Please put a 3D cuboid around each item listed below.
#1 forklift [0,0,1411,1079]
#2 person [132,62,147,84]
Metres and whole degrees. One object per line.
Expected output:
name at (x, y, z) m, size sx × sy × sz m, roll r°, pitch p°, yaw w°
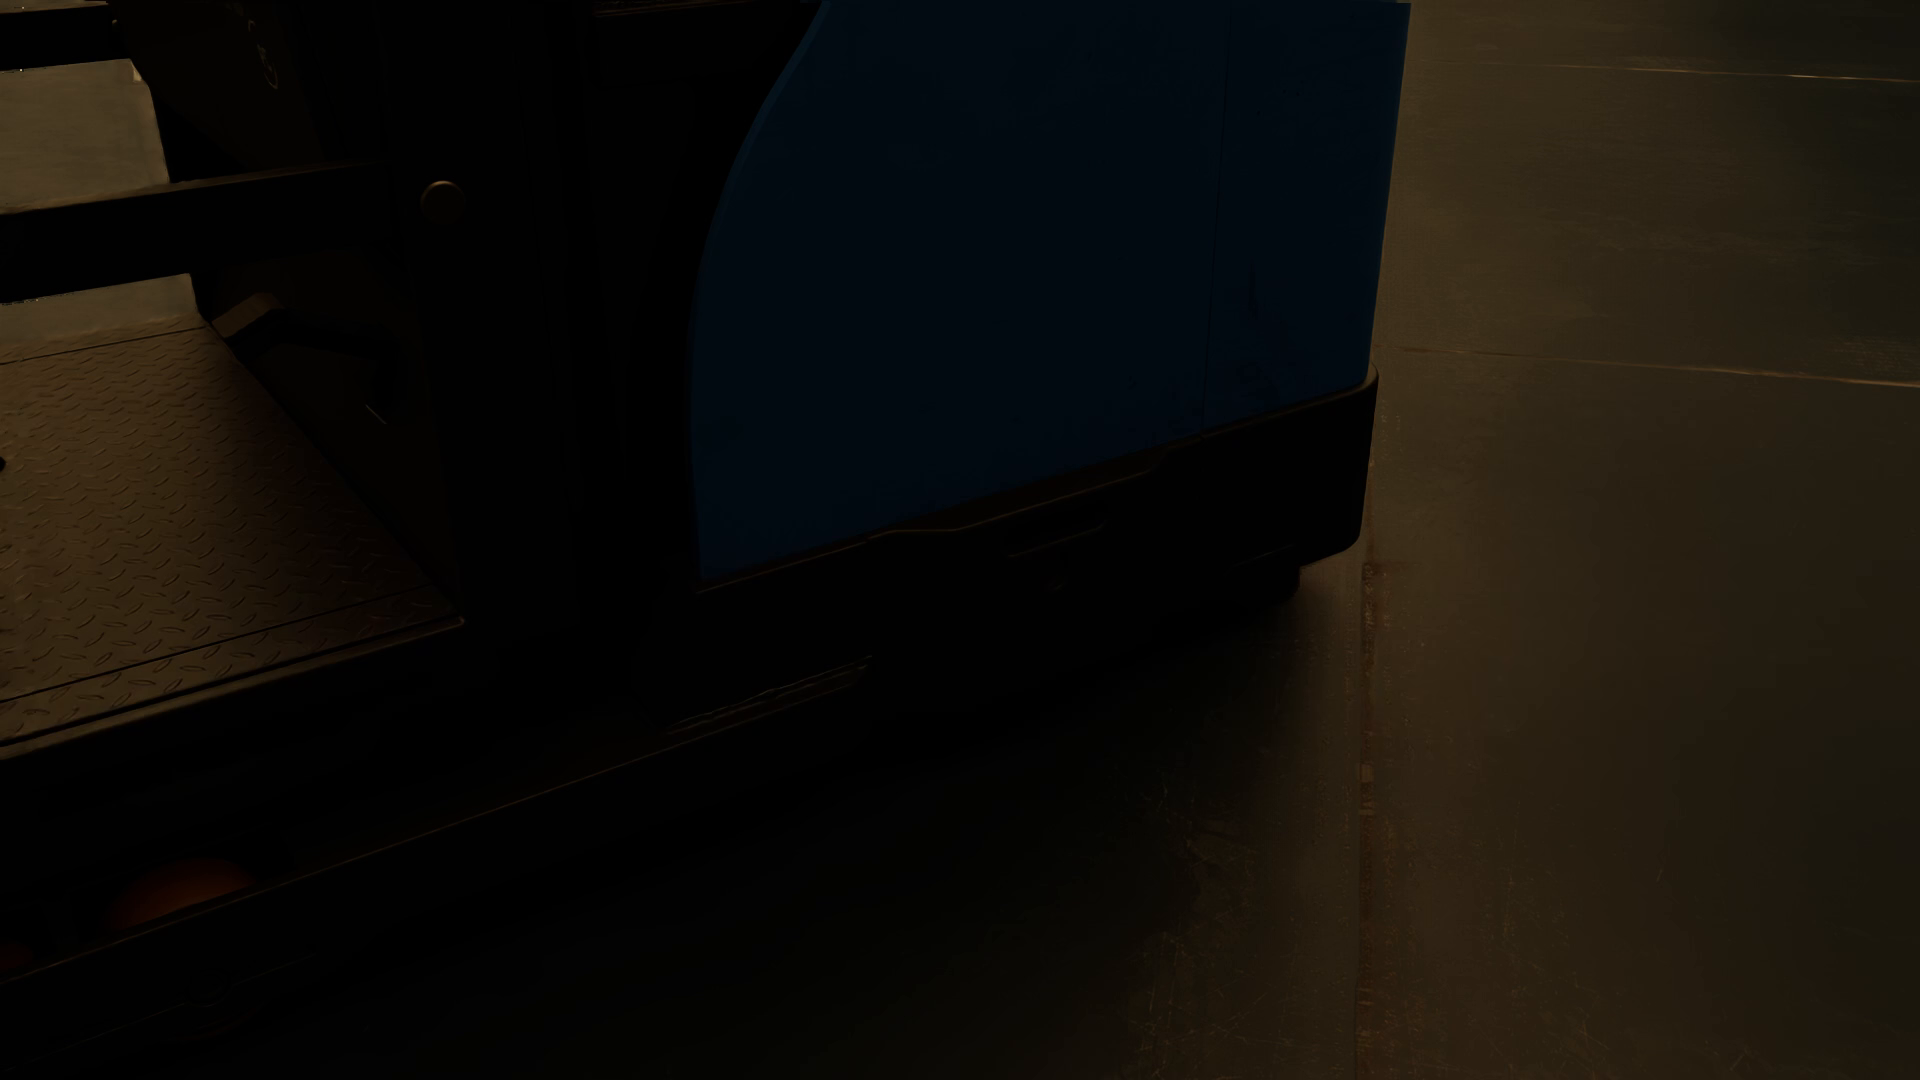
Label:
forklift at (-0.932, -1.060, 1.346) m, size 3.031 × 2.935 × 1.130 m, roll -17°, pitch 32°, yaw -31°
person at (-1.081, -1.009, 2.651) m, size 0.927 × 1.712 × 0.739 m, roll 12°, pitch 29°, yaw 23°
